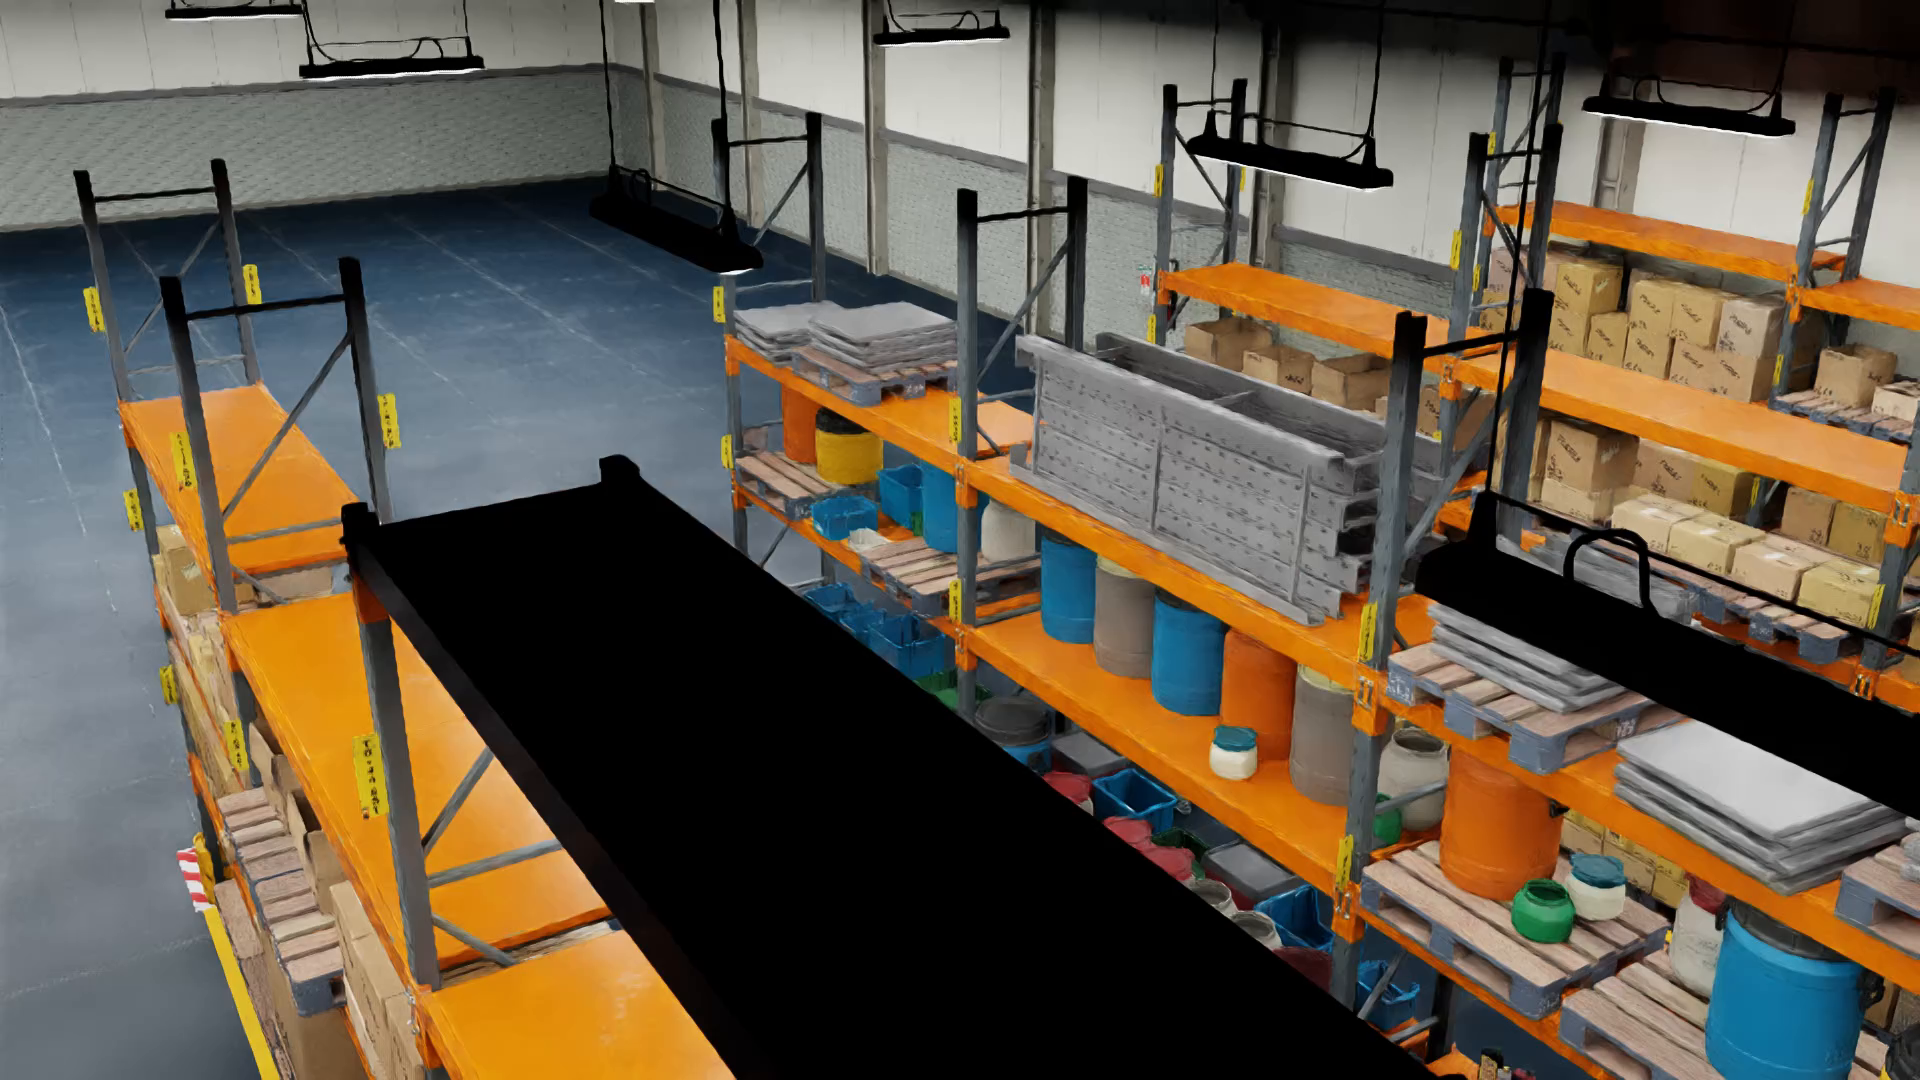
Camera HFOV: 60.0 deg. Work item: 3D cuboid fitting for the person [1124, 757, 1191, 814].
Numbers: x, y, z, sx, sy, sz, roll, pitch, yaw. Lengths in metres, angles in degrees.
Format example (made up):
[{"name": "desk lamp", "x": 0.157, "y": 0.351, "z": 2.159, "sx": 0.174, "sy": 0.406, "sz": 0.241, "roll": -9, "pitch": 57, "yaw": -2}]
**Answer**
[{"name": "person", "x": 1.718, "y": 1.572, "z": 15.161, "sx": 0.582, "sy": 1.686, "sz": 1.113, "roll": -14, "pitch": 26, "yaw": -32}]
